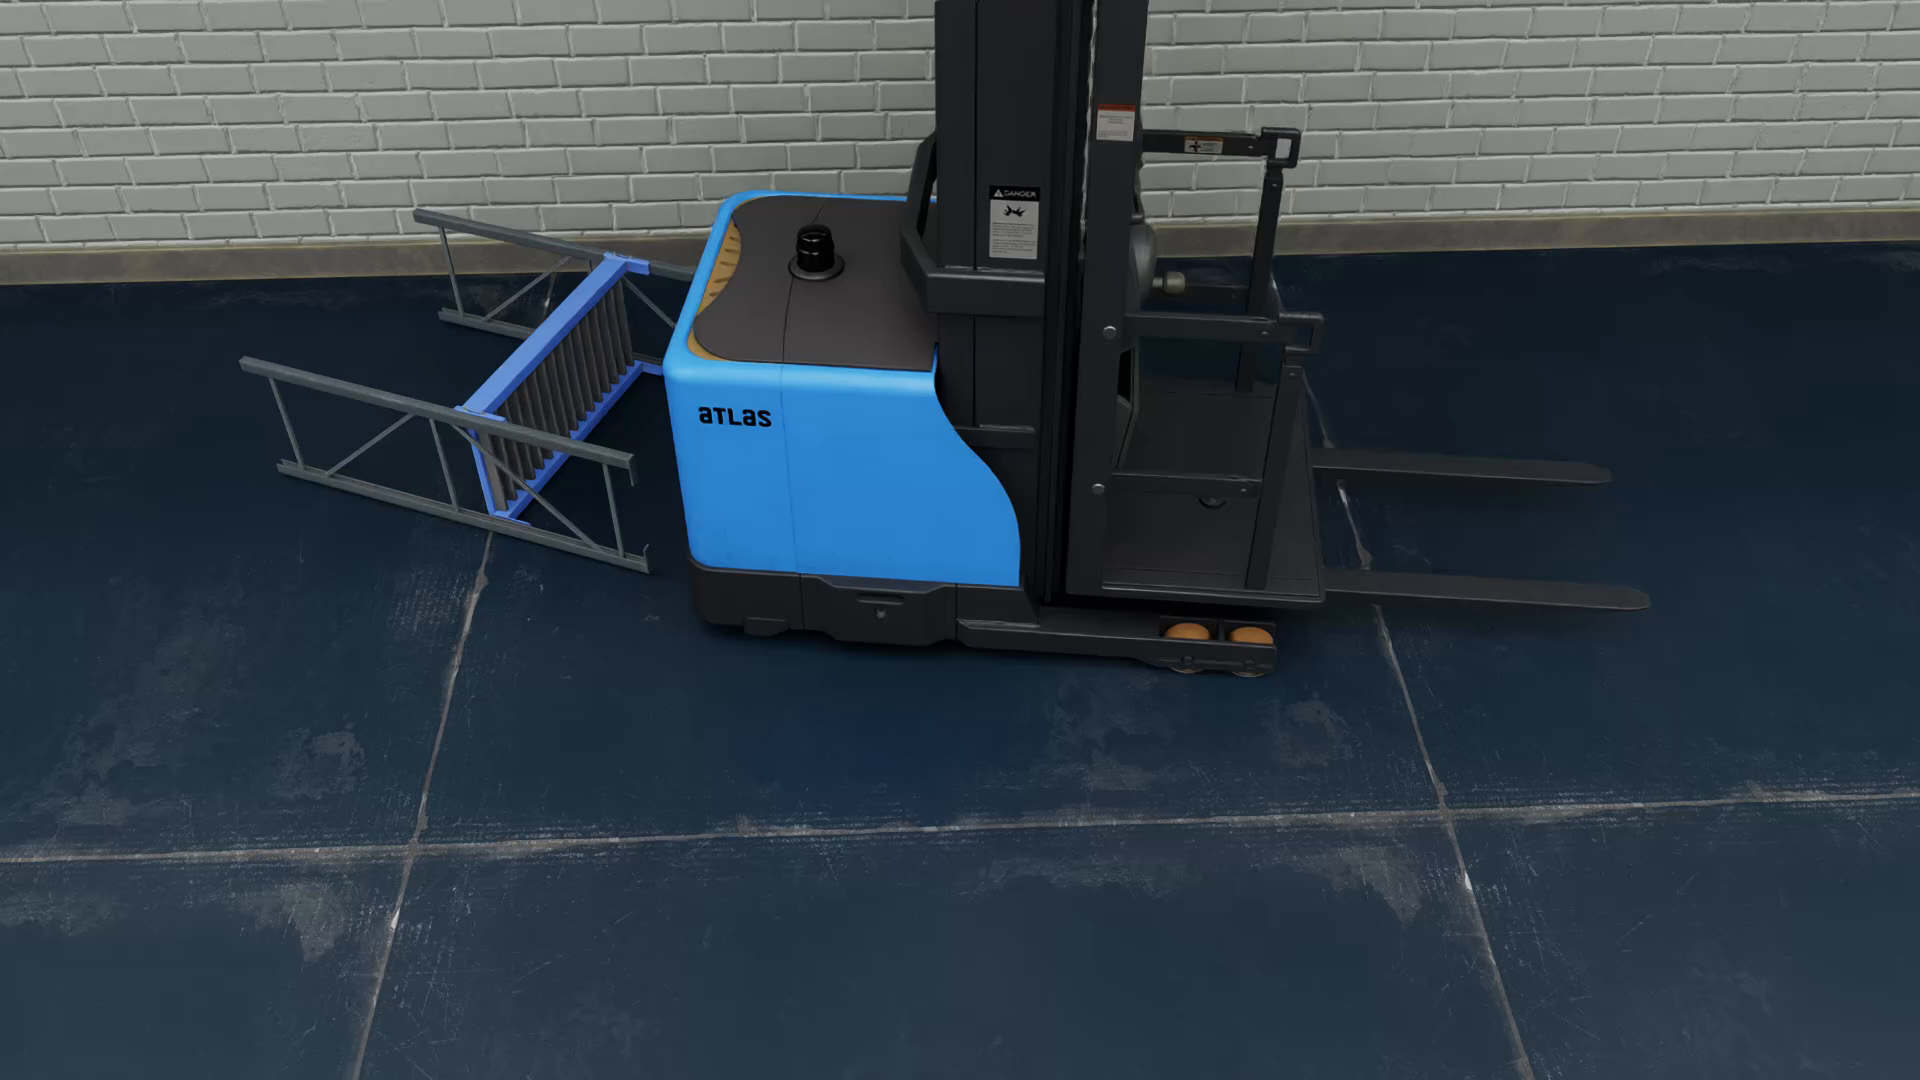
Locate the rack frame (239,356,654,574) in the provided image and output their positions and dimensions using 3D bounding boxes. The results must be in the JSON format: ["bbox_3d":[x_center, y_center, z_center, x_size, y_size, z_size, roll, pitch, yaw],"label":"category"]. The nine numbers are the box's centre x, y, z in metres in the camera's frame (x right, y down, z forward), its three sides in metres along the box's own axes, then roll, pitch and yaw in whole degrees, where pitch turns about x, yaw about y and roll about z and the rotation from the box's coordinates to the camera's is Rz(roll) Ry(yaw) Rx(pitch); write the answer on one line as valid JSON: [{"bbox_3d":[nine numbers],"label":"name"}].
[{"bbox_3d":[-1.742,-0.257,5.632,1.500,0.500,0.032,14,44,15],"label":"rack frame"}]

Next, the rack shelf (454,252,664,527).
[{"bbox_3d":[-1.395,-0.535,5.936,0.185,0.538,1.000,14,44,15],"label":"rack shelf"}]

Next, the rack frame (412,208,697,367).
[{"bbox_3d":[-1.384,-0.900,6.333,1.500,0.500,0.032,14,44,15],"label":"rack frame"}]

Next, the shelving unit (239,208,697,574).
[{"bbox_3d":[-1.563,-0.578,5.982,1.500,0.538,1.048,14,44,15],"label":"shelving unit"}]

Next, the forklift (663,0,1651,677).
[{"bbox_3d":[0.679,-1.023,4.697,3.031,2.935,1.130,3,43,4],"label":"forklift"}]
